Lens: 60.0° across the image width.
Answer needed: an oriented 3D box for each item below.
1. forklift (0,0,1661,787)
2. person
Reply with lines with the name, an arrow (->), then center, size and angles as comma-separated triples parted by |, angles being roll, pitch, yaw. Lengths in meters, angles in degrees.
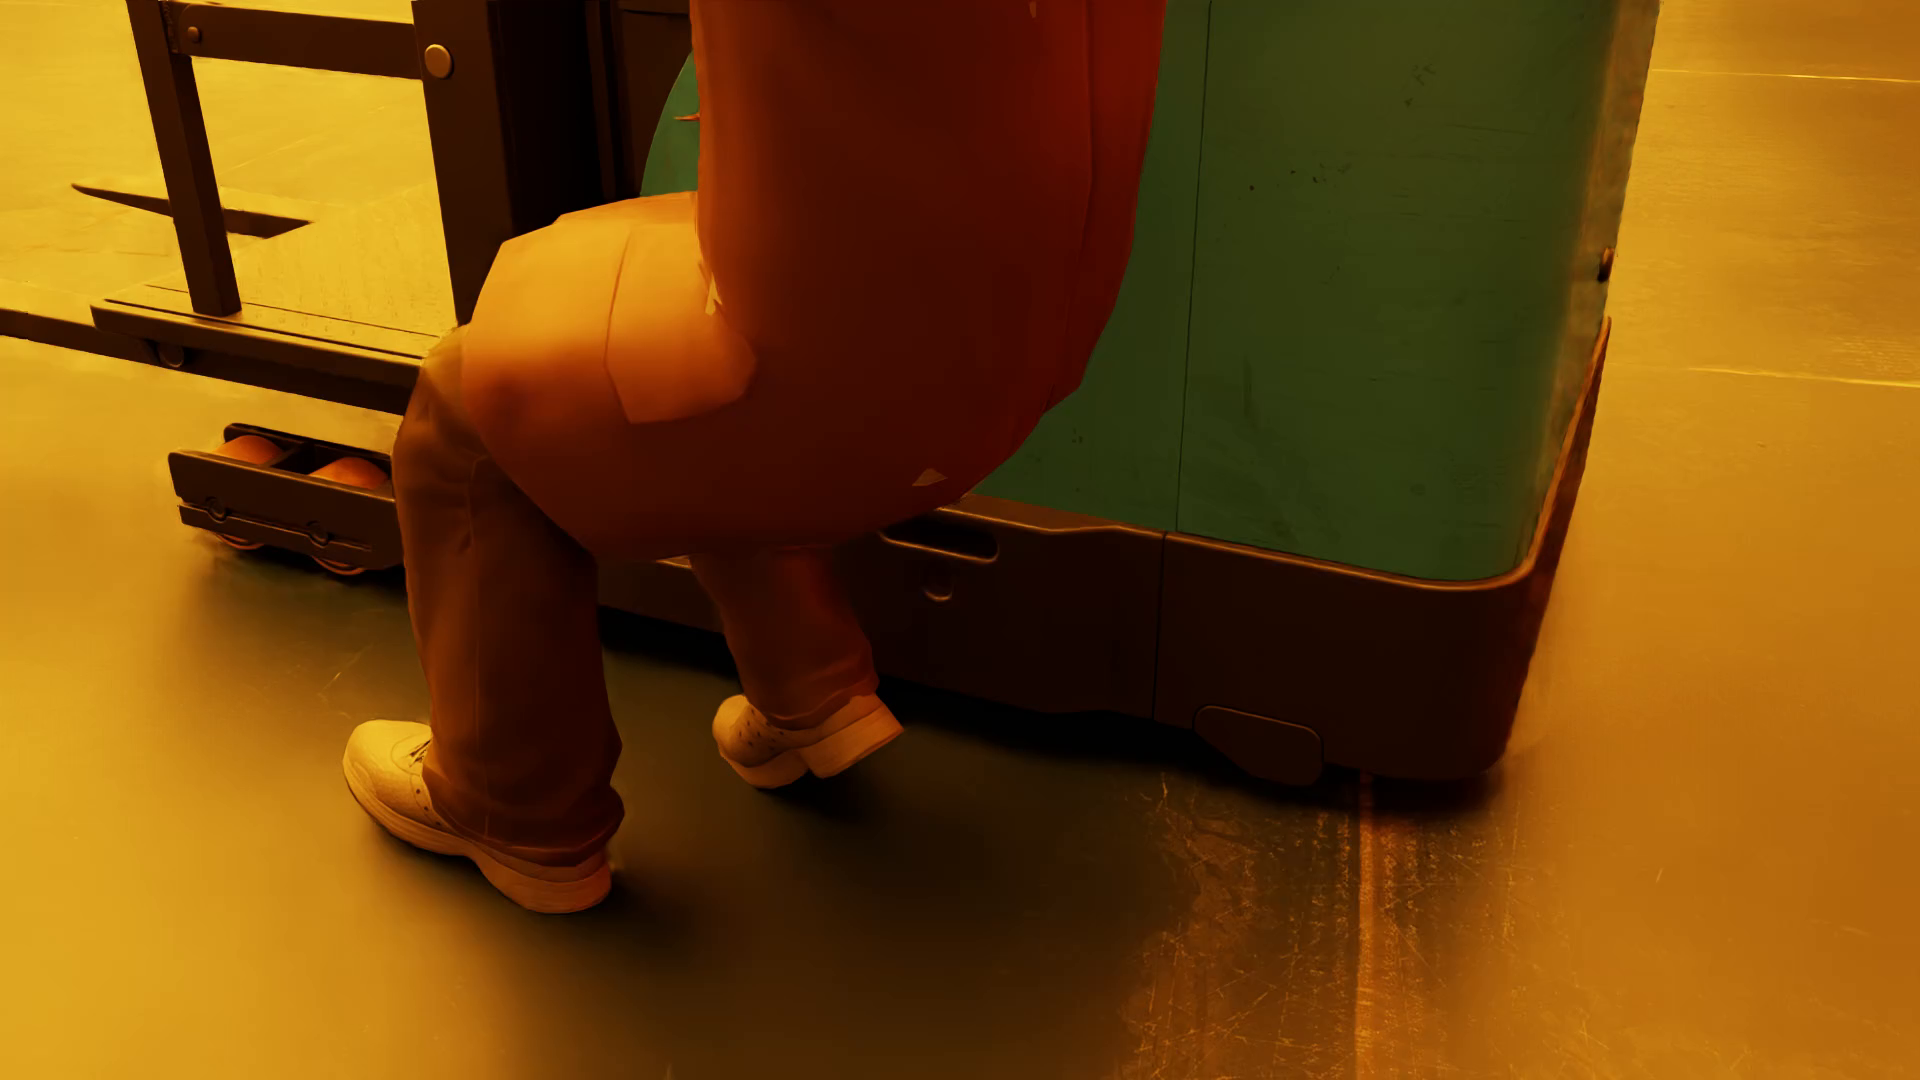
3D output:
forklift -> -0.596, -1.460, 2.141 | 3.031, 2.935, 1.130 | 12, 29, 22
person -> -0.258, -0.311, 1.429 | 0.913, 1.537, 1.037 | 14, 30, 26
